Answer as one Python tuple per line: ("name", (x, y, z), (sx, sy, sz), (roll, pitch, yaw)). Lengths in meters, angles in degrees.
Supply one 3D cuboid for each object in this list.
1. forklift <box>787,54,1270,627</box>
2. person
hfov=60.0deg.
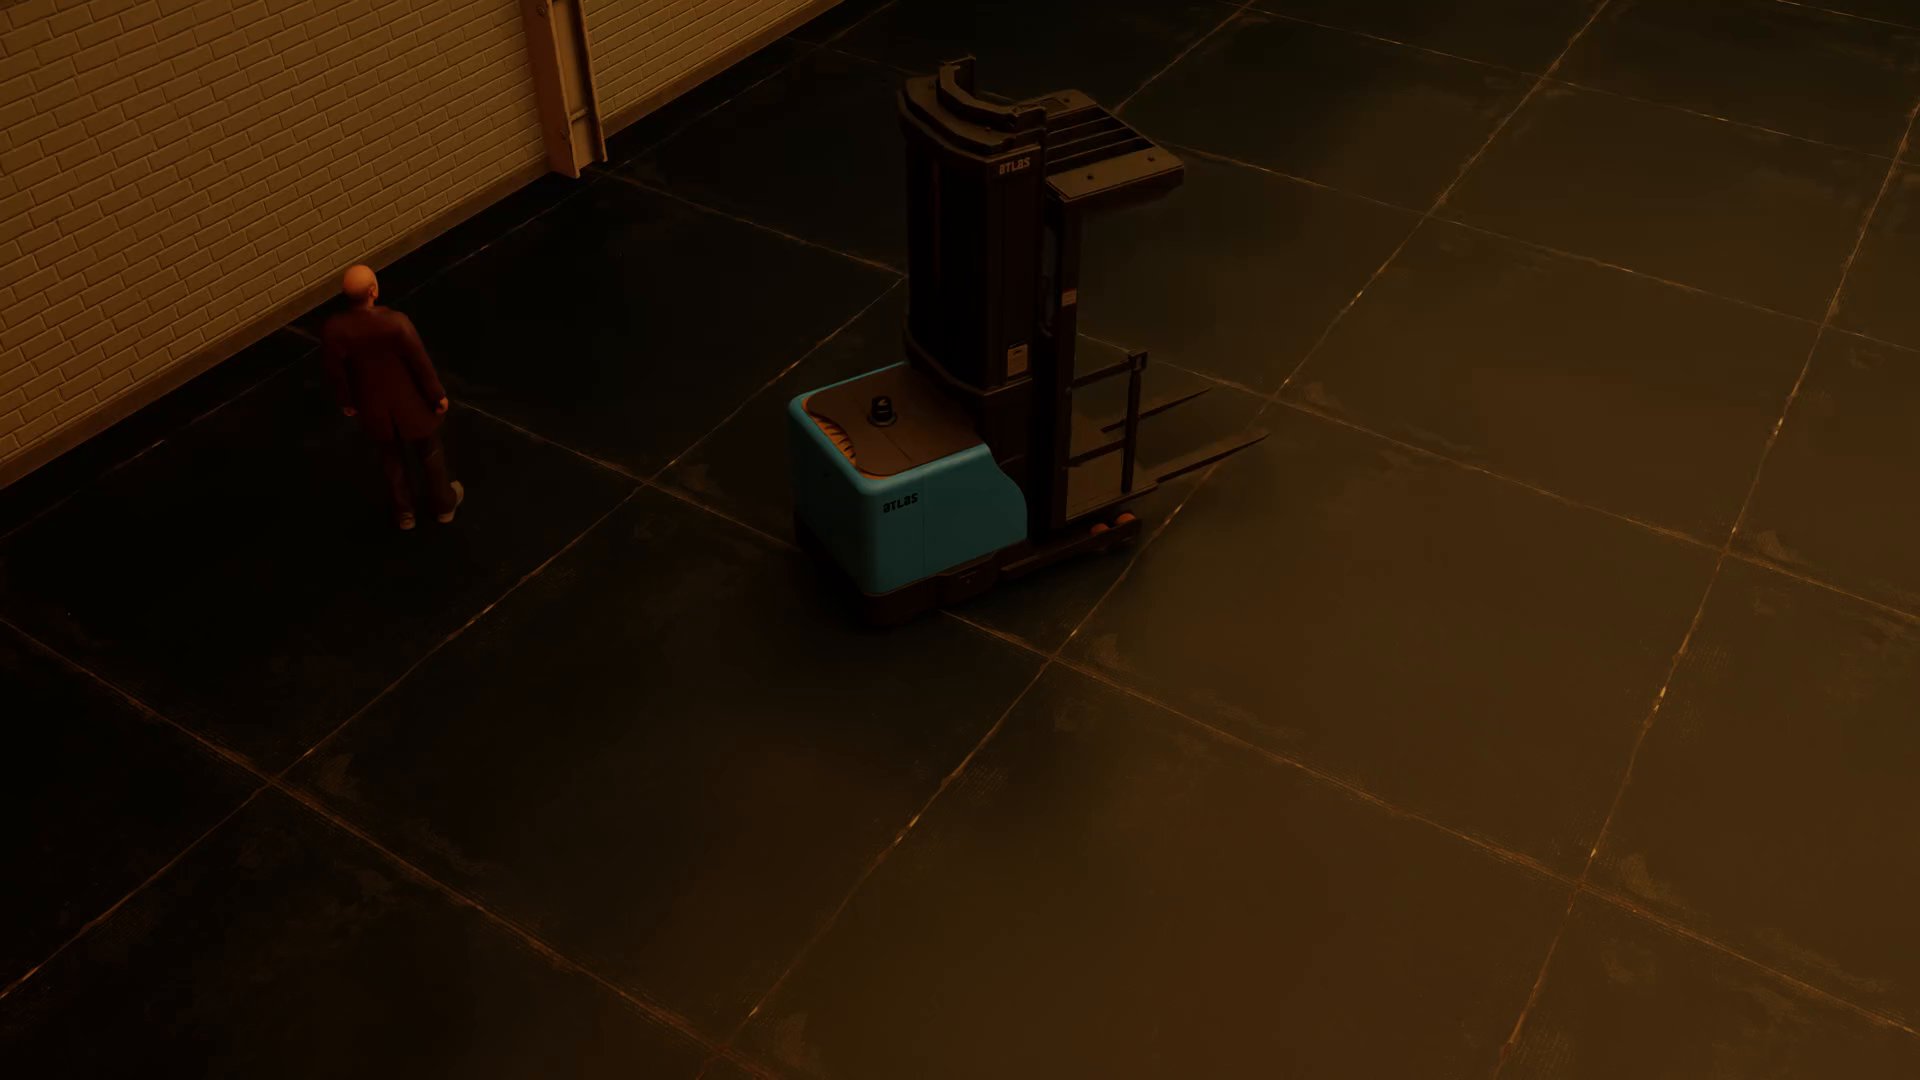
("forklift", (0.523, -1.326, 9.532), (3.031, 2.935, 1.130), (-21, 45, -23))
("person", (-3.363, -0.871, 9.884), (0.643, 1.782, 0.420), (-3, 40, -4))
